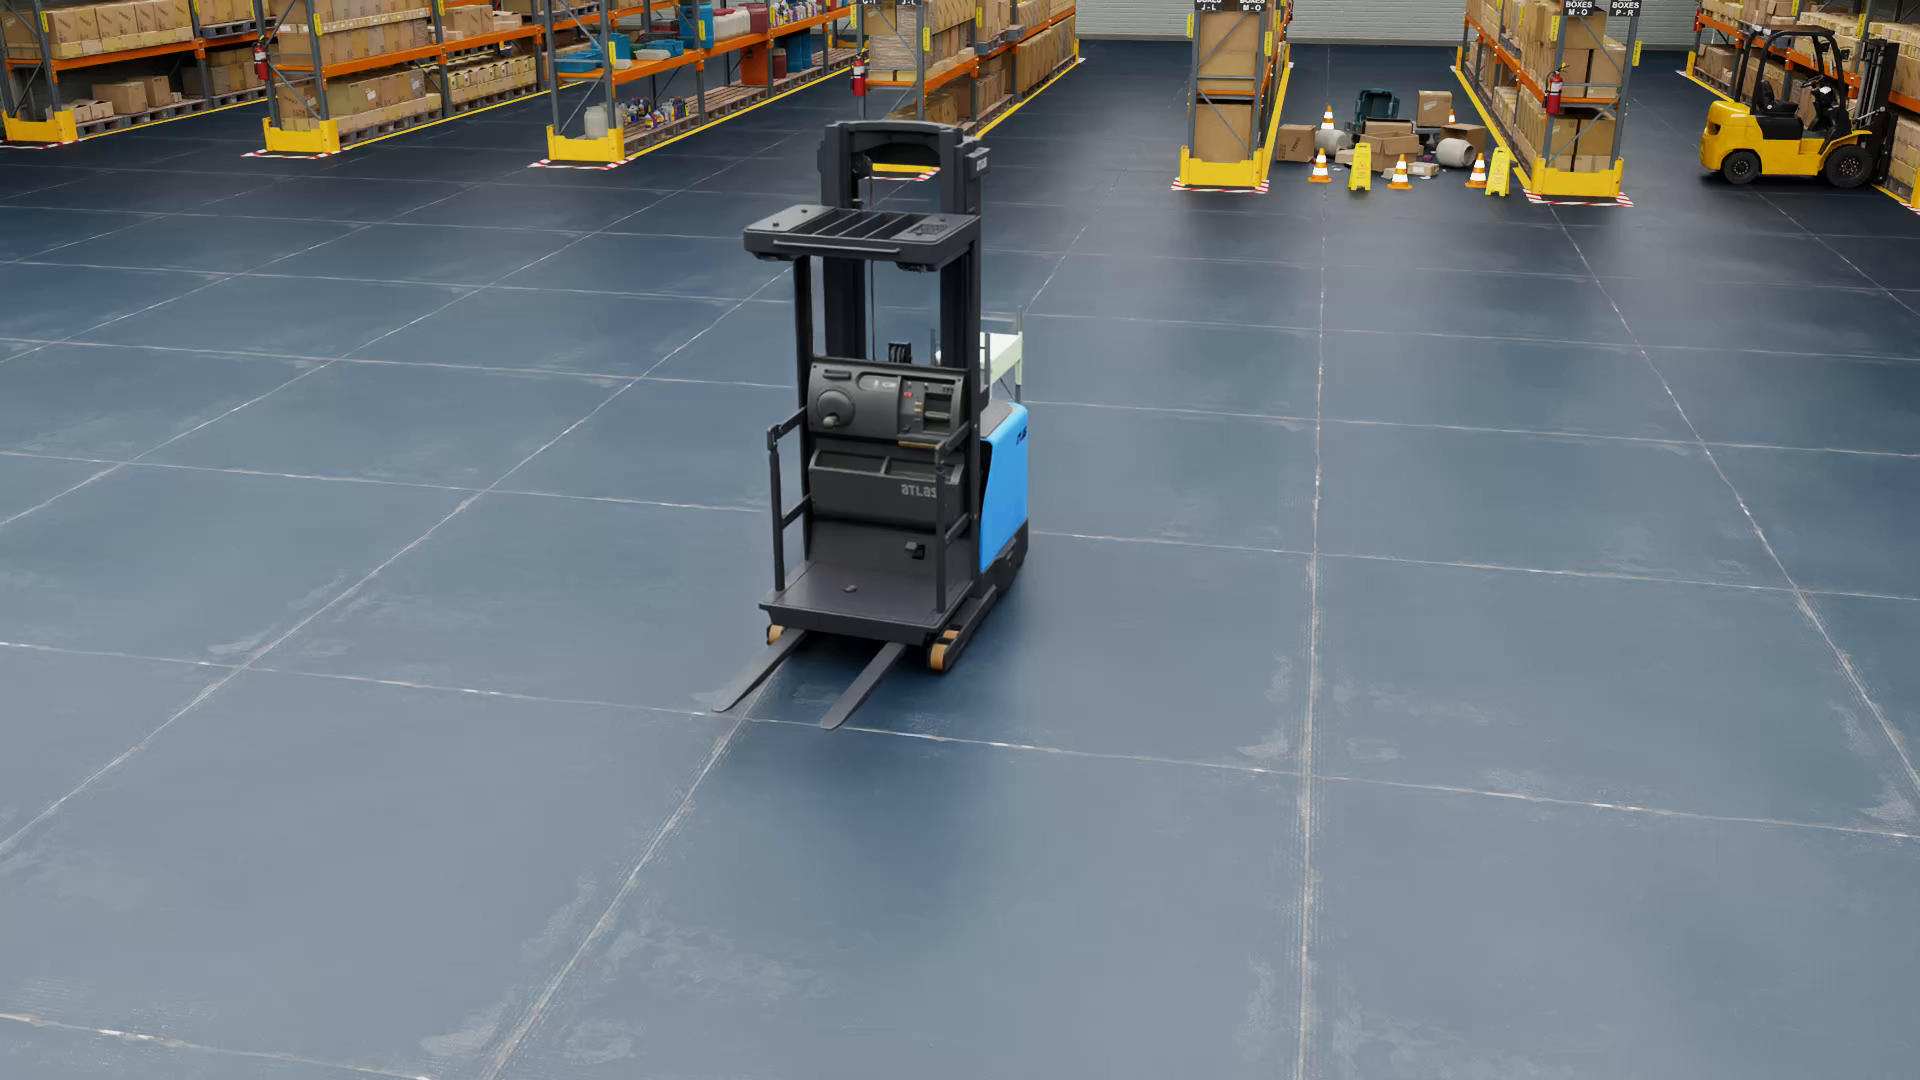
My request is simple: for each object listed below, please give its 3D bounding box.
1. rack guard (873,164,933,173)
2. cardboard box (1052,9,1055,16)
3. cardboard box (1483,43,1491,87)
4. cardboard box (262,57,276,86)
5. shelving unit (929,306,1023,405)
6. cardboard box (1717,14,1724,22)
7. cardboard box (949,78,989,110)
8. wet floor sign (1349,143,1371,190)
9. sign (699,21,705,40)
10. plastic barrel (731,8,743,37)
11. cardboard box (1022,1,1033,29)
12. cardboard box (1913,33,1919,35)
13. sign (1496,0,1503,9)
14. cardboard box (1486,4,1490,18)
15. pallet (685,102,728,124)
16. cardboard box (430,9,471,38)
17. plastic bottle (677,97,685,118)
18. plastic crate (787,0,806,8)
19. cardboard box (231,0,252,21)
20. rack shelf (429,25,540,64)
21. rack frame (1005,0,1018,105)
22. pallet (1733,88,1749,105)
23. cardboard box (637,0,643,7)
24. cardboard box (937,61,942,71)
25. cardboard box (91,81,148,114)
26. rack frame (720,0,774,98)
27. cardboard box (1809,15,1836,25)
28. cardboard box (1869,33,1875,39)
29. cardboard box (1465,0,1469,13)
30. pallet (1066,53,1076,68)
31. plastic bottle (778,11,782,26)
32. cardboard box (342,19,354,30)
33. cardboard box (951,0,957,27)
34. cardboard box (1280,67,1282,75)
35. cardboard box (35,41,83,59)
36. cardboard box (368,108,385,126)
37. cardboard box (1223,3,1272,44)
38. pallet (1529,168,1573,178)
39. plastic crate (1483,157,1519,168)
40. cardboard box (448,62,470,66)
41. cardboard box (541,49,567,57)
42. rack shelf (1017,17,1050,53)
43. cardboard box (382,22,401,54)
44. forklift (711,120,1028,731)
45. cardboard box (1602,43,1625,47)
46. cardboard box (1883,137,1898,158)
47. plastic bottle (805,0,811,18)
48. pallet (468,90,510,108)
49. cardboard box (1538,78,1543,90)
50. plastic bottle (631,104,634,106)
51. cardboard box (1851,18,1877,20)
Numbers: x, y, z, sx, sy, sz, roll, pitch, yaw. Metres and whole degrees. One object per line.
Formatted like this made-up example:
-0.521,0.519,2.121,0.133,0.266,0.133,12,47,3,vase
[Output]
-1.015,-5.890,25.309,1.175,0.500,0.348,4,22,11,rack guard
1.858,-11.473,36.162,0.380,0.149,0.250,4,22,9,cardboard box
11.072,-9.631,33.535,0.875,0.875,0.875,5,23,13,cardboard box
-14.334,-9.494,33.670,0.700,0.500,0.500,4,22,11,cardboard box
0.116,-0.782,11.288,0.431,1.500,0.755,7,23,17,shelving unit
16.115,-10.960,34.888,0.380,0.149,0.250,5,22,12,cardboard box
0.162,-8.130,30.282,0.700,0.500,0.500,3,22,6,cardboard box
5.737,-5.353,23.782,0.267,0.644,0.232,1,22,2,wet floor sign
-4.526,-8.945,29.177,0.100,0.325,0.005,4,22,11,sign
-4.333,-9.830,31.598,0.421,0.512,0.421,0,22,0,plastic barrel
1.172,-10.527,33.344,0.500,0.500,0.500,4,22,10,cardboard box
13.705,-7.083,23.525,0.380,0.149,0.250,5,22,12,cardboard box
9.760,-9.770,30.048,0.100,0.325,0.005,4,22,11,sign
10.546,-10.303,32.451,0.500,0.250,0.500,5,22,12,cardboard box
-4.940,-7.859,30.585,1.003,0.211,1.213,4,22,11,pallet
-9.631,-9.760,31.438,0.500,0.500,0.500,6,23,15,cardboard box
-4.912,-7.580,29.117,0.144,0.351,0.185,4,22,9,plastic bottle
-3.669,-12.005,37.088,0.392,0.384,0.575,4,22,11,plastic crate
-14.399,-10.499,32.683,0.700,0.500,0.500,8,23,18,cardboard box
-9.503,-9.639,32.235,1.077,0.370,4.000,4,22,11,rack shelf
0.602,-9.948,32.038,1.000,3.000,0.127,4,22,11,rack frame
15.851,-8.684,32.634,1.003,0.211,1.213,4,22,11,pallet
-7.702,-12.749,38.861,0.500,0.500,0.500,4,22,11,cardboard box
-0.490,-7.449,26.170,0.380,0.149,0.250,4,22,11,cardboard box
-15.033,-7.918,29.757,0.700,0.500,0.500,3,22,8,cardboard box
-4.246,-10.325,32.976,1.000,3.000,0.127,4,22,11,rack frame
14.730,-8.875,28.372,0.380,0.149,0.250,5,22,12,cardboard box
14.025,-7.603,25.214,0.380,0.149,0.250,4,22,10,cardboard box
11.557,-12.011,37.027,0.500,0.500,0.500,4,22,10,cardboard box
2.148,-11.281,39.083,1.003,0.211,1.213,4,22,11,pallet
-3.675,-10.619,33.862,0.061,0.283,0.133,4,22,11,plastic bottle
-10.279,-8.533,27.523,0.380,0.149,0.250,4,22,10,cardboard box
-0.346,-8.399,26.323,0.500,0.500,0.500,4,22,11,cardboard box
6.642,-9.977,35.364,0.380,0.149,0.250,3,22,9,cardboard box
-15.167,-8.249,27.993,0.500,0.250,0.500,4,22,9,cardboard box
-10.199,-7.243,28.441,0.500,0.250,0.500,4,22,11,cardboard box
4.188,-7.713,24.842,0.875,0.550,0.550,4,22,11,cardboard box
8.887,-5.295,24.219,1.003,0.211,1.213,4,22,11,pallet
8.364,-5.863,25.805,0.402,0.080,0.583,-3,22,-8,plastic crate
-9.799,-9.147,32.419,0.500,0.311,0.500,4,22,10,cardboard box
-8.621,-10.085,35.137,0.500,0.500,0.500,4,22,9,cardboard box
1.010,-10.345,33.989,1.077,0.370,4.000,4,22,11,rack shelf
-10.203,-8.748,28.926,0.700,0.500,0.500,5,22,12,cardboard box
-0.495,-0.773,9.349,1.130,2.935,3.031,7,23,17,forklift
9.142,-6.793,23.672,0.500,0.500,0.500,5,23,13,cardboard box
13.522,-5.615,23.731,0.500,0.250,0.500,4,22,10,cardboard box
-3.297,-11.404,35.721,0.144,0.351,0.185,4,22,11,plastic bottle
-9.552,-8.668,32.593,1.003,0.211,1.213,4,22,11,pallet
8.578,-6.593,24.044,0.380,0.149,0.250,5,22,12,cardboard box
-5.666,-7.412,28.804,0.097,0.271,0.097,0,22,0,plastic bottle
15.128,-8.649,27.812,0.380,0.149,0.250,4,22,11,cardboard box
